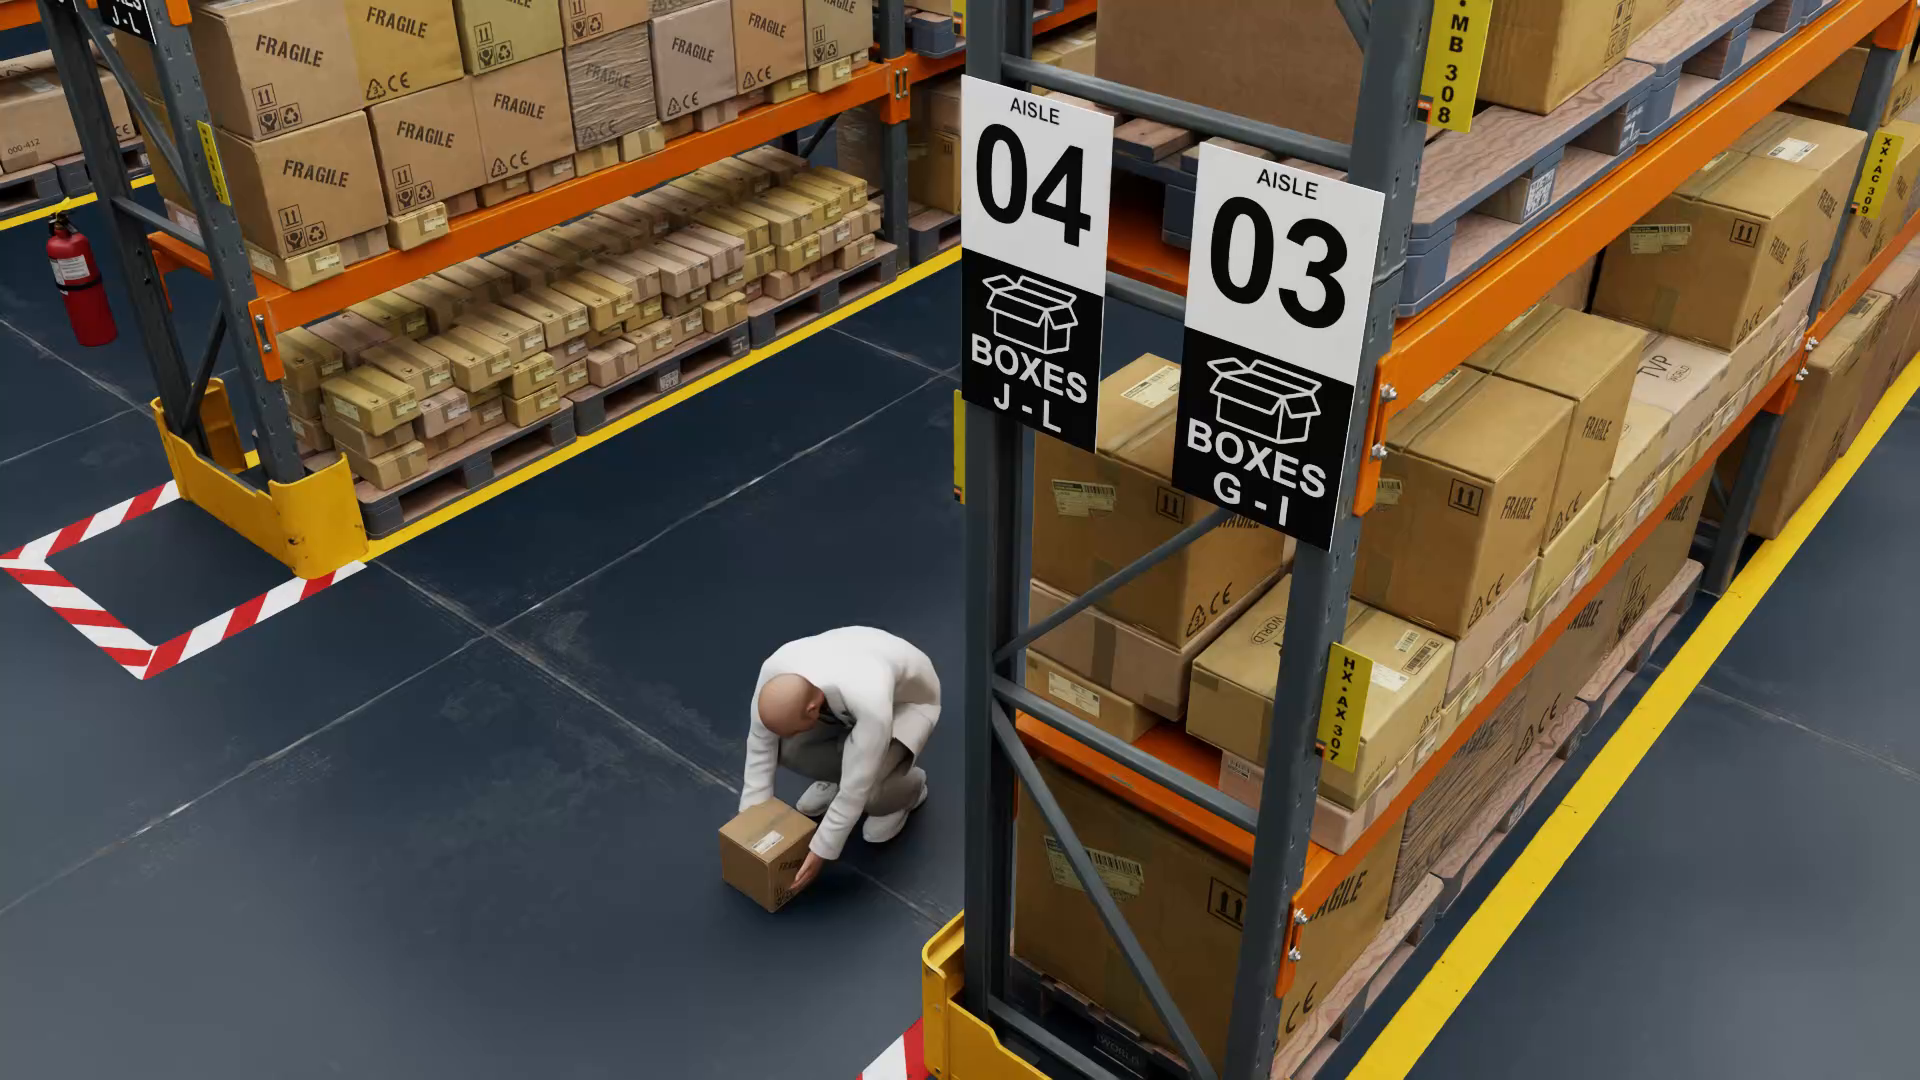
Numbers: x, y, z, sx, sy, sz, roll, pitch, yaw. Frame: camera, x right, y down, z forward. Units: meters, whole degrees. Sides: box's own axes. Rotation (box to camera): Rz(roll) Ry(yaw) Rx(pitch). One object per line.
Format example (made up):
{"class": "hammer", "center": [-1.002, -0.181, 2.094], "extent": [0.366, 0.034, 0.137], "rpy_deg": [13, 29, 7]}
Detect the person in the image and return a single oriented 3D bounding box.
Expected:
{"class": "person", "center": [-0.421, 0.677, 5.934], "extent": [0.603, 0.918, 0.906], "rpy_deg": [25, 41, 31]}
